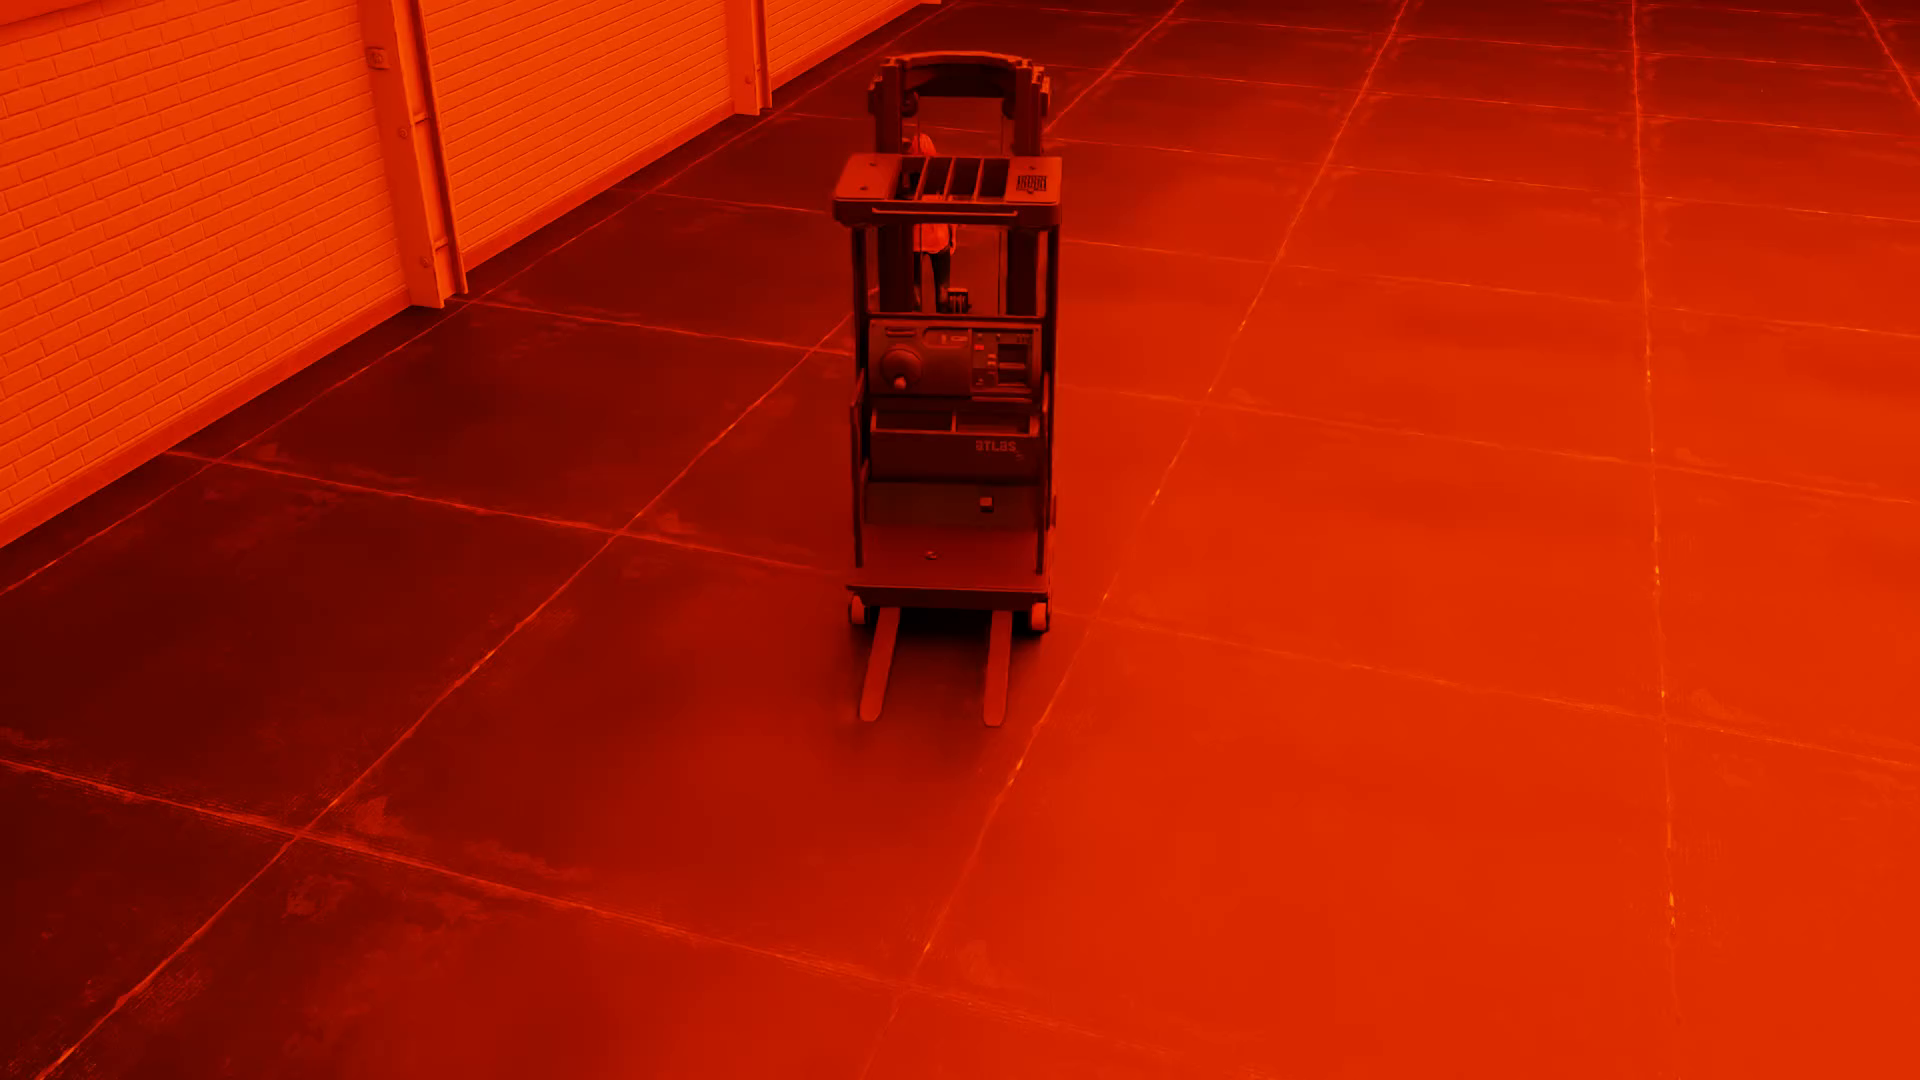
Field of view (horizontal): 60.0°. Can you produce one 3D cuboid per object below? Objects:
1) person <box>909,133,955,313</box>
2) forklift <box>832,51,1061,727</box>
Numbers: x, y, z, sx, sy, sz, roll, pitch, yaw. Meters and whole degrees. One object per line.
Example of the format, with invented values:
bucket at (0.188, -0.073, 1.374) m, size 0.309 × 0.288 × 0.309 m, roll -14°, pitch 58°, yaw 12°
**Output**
person at (-0.254, -2.216, 12.377) m, size 0.466 × 1.592 × 0.348 m, roll -3°, pitch 30°, yaw -5°
forklift at (-0.041, -0.936, 8.778) m, size 1.130 × 2.935 × 3.031 m, roll 2°, pitch 30°, yaw 3°
